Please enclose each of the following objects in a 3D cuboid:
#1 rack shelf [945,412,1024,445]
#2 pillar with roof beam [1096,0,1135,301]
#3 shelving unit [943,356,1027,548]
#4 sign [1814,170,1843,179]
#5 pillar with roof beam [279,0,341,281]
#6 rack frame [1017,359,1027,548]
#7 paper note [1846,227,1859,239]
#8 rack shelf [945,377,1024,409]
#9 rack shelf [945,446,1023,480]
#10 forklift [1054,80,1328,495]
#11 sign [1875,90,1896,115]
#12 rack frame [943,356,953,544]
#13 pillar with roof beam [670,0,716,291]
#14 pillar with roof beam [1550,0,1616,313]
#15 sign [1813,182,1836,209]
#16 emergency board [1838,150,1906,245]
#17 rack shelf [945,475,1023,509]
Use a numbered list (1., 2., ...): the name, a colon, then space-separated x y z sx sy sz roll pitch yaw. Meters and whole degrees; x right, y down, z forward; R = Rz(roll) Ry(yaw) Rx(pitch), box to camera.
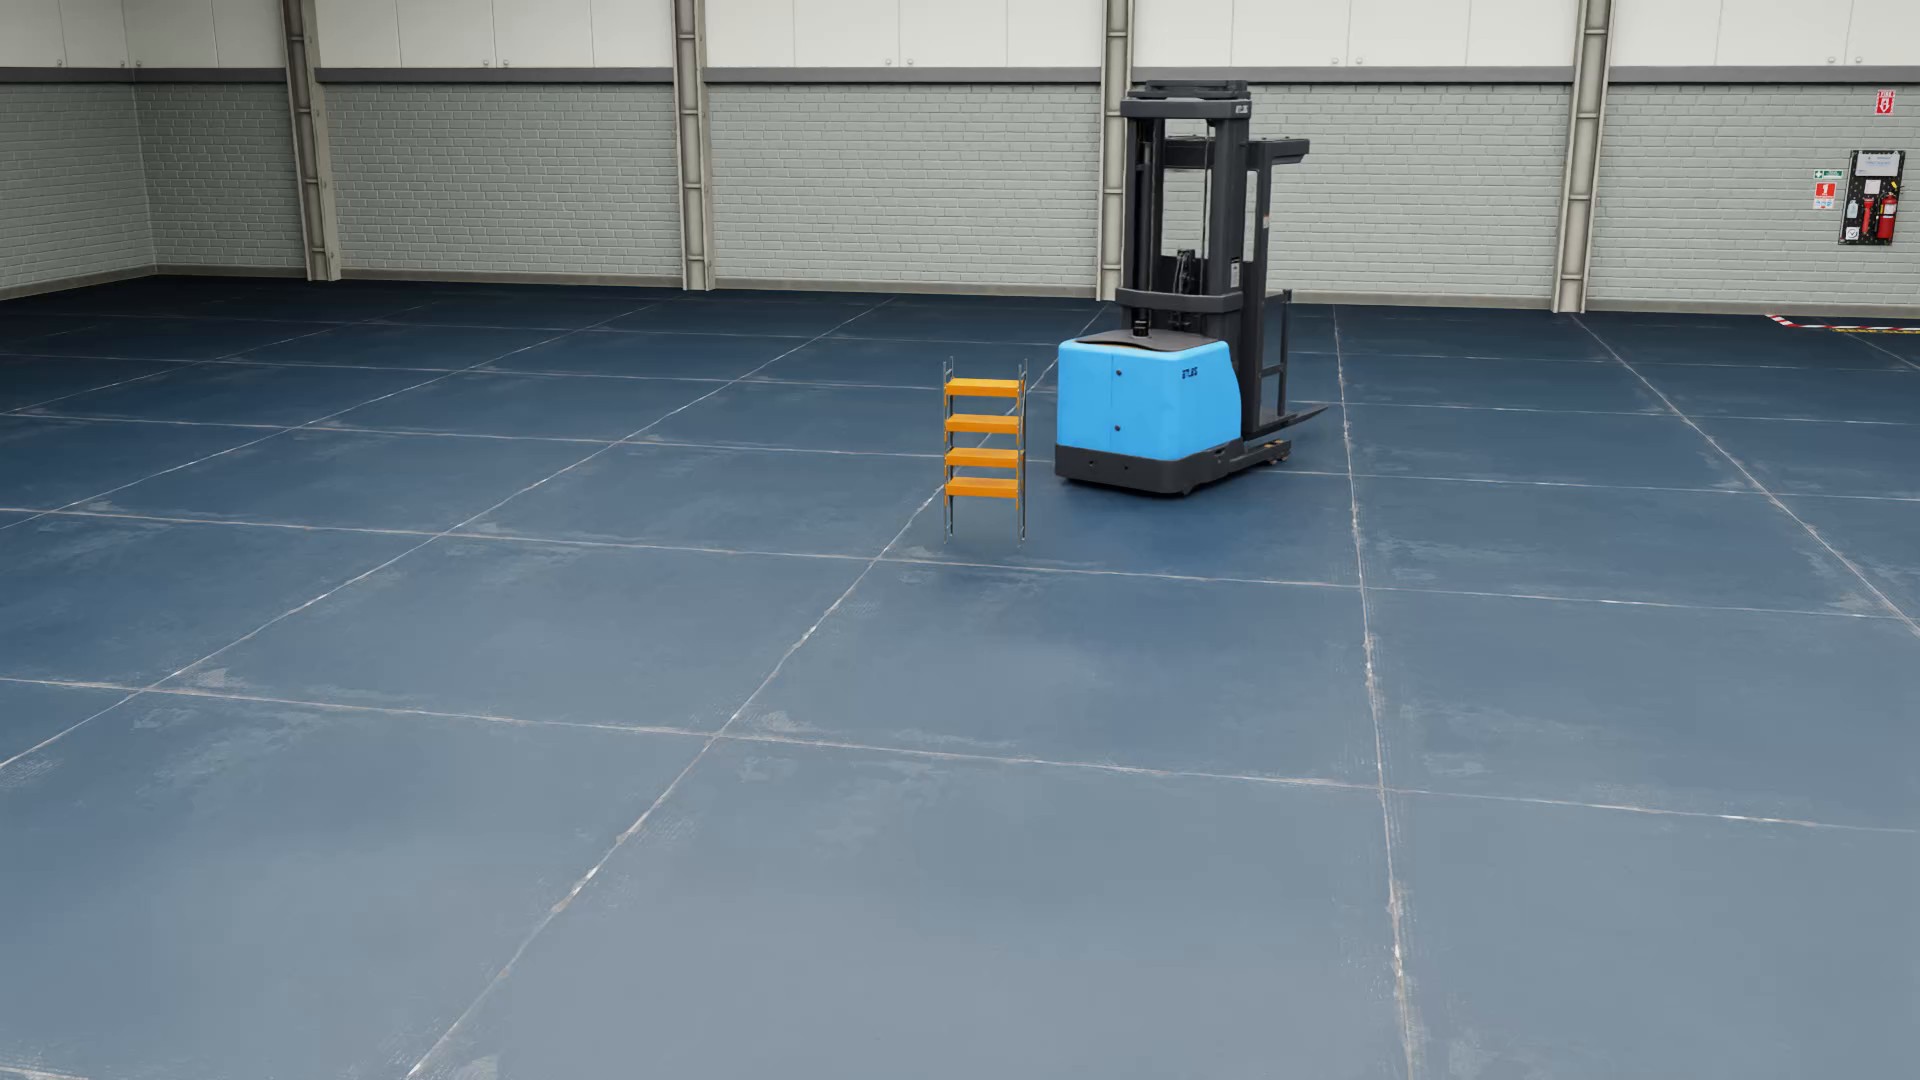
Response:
1. rack shelf: 0.162 -0.720 10.758 0.480 0.148 0.258 3 16 11
2. pillar with roof beam: 1.239 -6.536 17.730 0.400 9.000 9.100 3 16 11
3. shelving unit: 0.162 -0.569 10.800 0.503 1.200 0.258 3 16 11
4. sign: 10.924 -4.600 20.921 0.331 0.109 0.001 3 16 11
5. pillar with roof beam: -10.520 -7.174 20.035 0.400 9.000 9.100 3 16 11
6. rack frame: 0.401 -0.556 10.753 0.015 1.200 0.240 3 16 11
7. paper note: 11.283 -3.877 21.019 0.142 0.148 0.016 3 16 11
8. rack shelf: 0.162 -0.948 10.695 0.480 0.148 0.258 3 16 11
9. rack shelf: 0.162 -0.505 10.818 0.480 0.148 0.258 3 16 11
10. forklift: 1.993 -2.074 12.989 1.130 2.935 3.031 11 19 35
11. sign: 11.454 -5.418 20.589 0.199 0.298 0.001 3 16 11
12. rack frame: -0.077 -0.582 10.847 0.015 1.200 0.240 3 16 11
13. pillar with roof beam: -4.641 -6.855 18.882 0.400 9.000 9.100 3 16 11
14. pillar with roof beam: 7.119 -6.217 16.578 0.400 9.000 9.100 3 16 11
15. sign: 10.921 -4.348 21.001 0.234 0.329 0.001 3 16 11
16. emergency board: 11.442 -4.274 20.803 0.643 1.169 0.194 3 16 11
17. rack shelf: 0.162 -0.313 10.871 0.480 0.148 0.258 3 16 11
